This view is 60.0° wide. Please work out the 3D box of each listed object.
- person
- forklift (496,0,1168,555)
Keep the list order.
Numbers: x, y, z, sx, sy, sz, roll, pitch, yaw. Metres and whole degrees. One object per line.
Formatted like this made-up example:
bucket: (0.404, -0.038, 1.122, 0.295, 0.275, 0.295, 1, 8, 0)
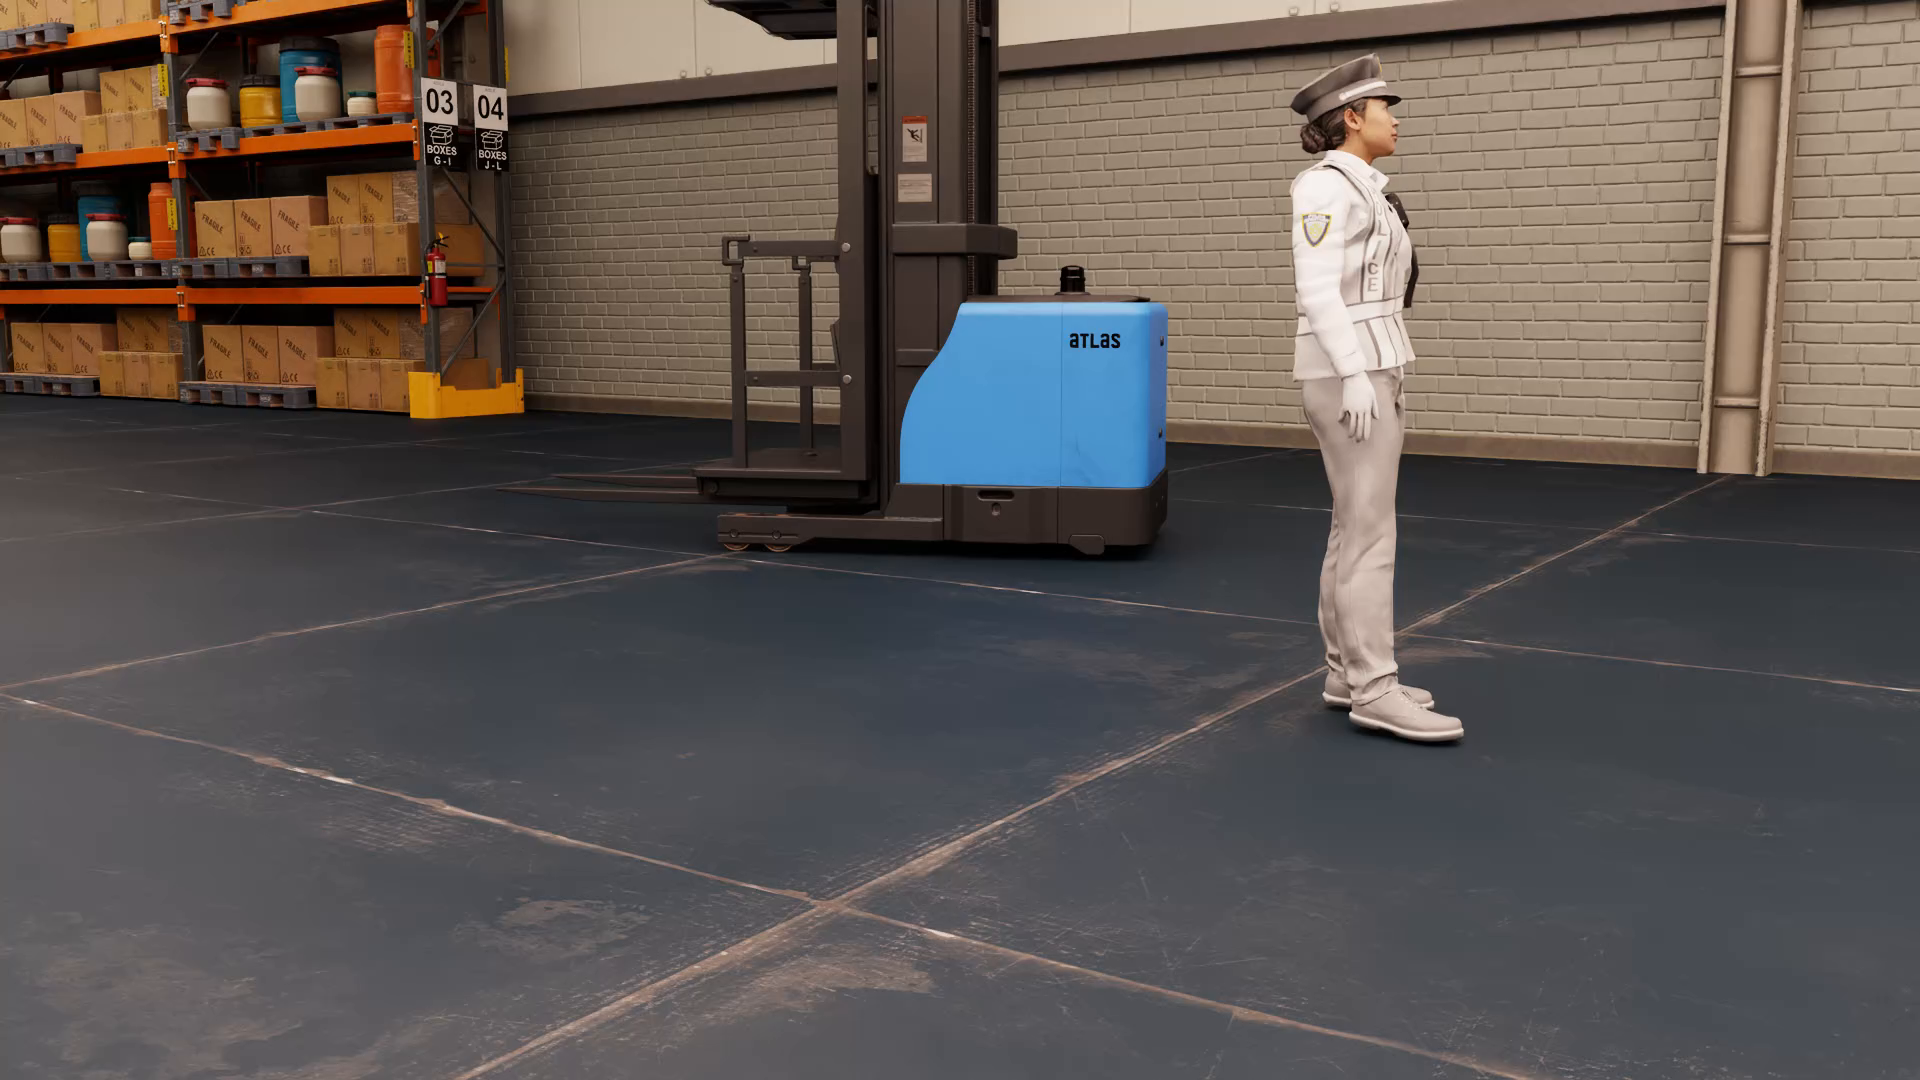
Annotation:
person: (1.088, -0.390, 4.278, 0.532, 1.696, 0.589, 4, 9, 24)
forklift: (-0.596, -1.469, 7.520, 3.031, 2.935, 1.130, 2, 8, 12)
